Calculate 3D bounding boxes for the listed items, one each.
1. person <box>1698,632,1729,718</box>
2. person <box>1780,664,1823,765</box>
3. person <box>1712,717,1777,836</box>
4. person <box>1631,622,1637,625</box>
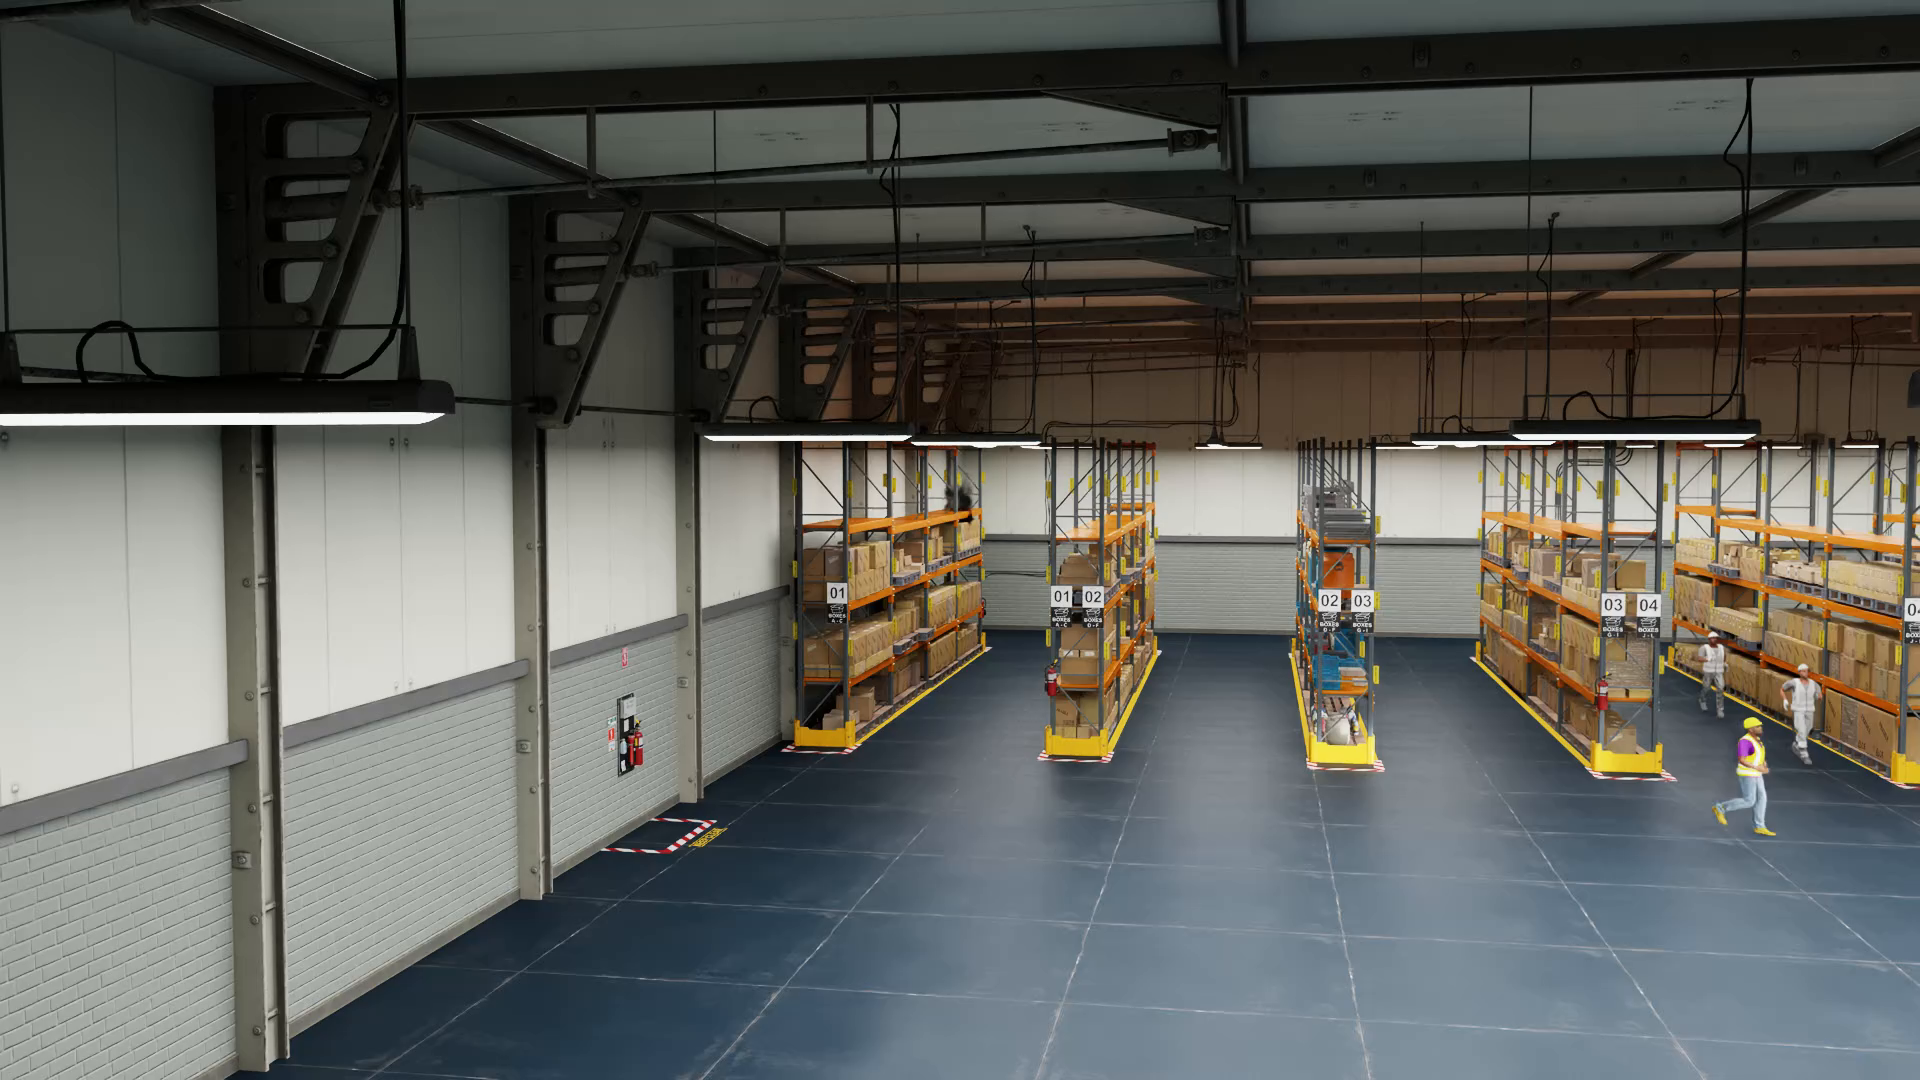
[{"bbox_3d":[16.367,2.892,36.144,0.674,1.800,0.938,0,3,8],"label":"person"},{"bbox_3d":[15.535,3.172,30.641,0.660,1.786,0.976,0,3,1],"label":"person"},{"bbox_3d":[11.828,3.533,25.000,0.862,1.760,0.708,2,4,39],"label":"person"},{"bbox_3d":[18.327,2.551,45.650,0.487,1.541,0.593,-1,3,-16],"label":"person"}]
